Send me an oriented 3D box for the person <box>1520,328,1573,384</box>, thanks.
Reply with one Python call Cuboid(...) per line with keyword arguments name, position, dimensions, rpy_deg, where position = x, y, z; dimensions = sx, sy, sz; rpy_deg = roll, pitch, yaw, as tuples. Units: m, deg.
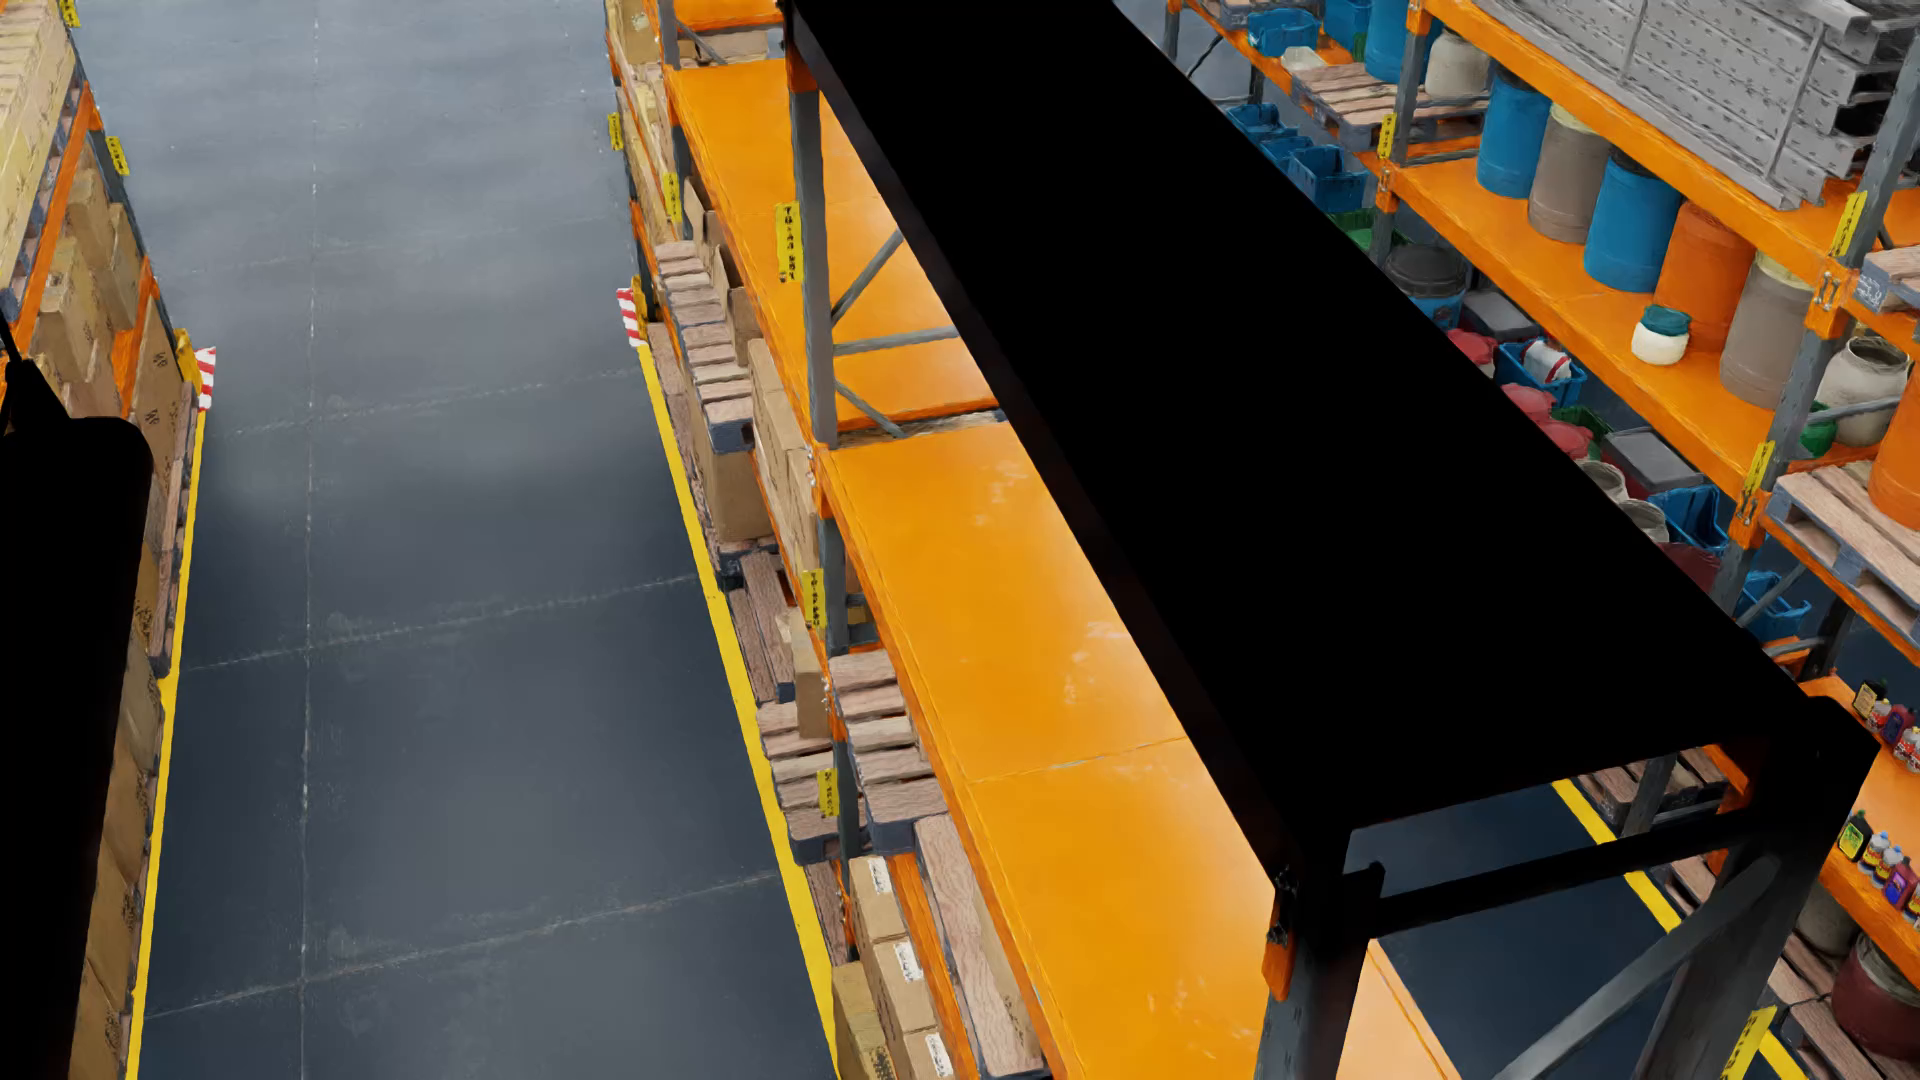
Cuboid(name="person", position=(4.185, -0.873, 12.177), dimensions=(0.546, 1.783, 0.643), rpy_deg=(-22, 43, -25))
